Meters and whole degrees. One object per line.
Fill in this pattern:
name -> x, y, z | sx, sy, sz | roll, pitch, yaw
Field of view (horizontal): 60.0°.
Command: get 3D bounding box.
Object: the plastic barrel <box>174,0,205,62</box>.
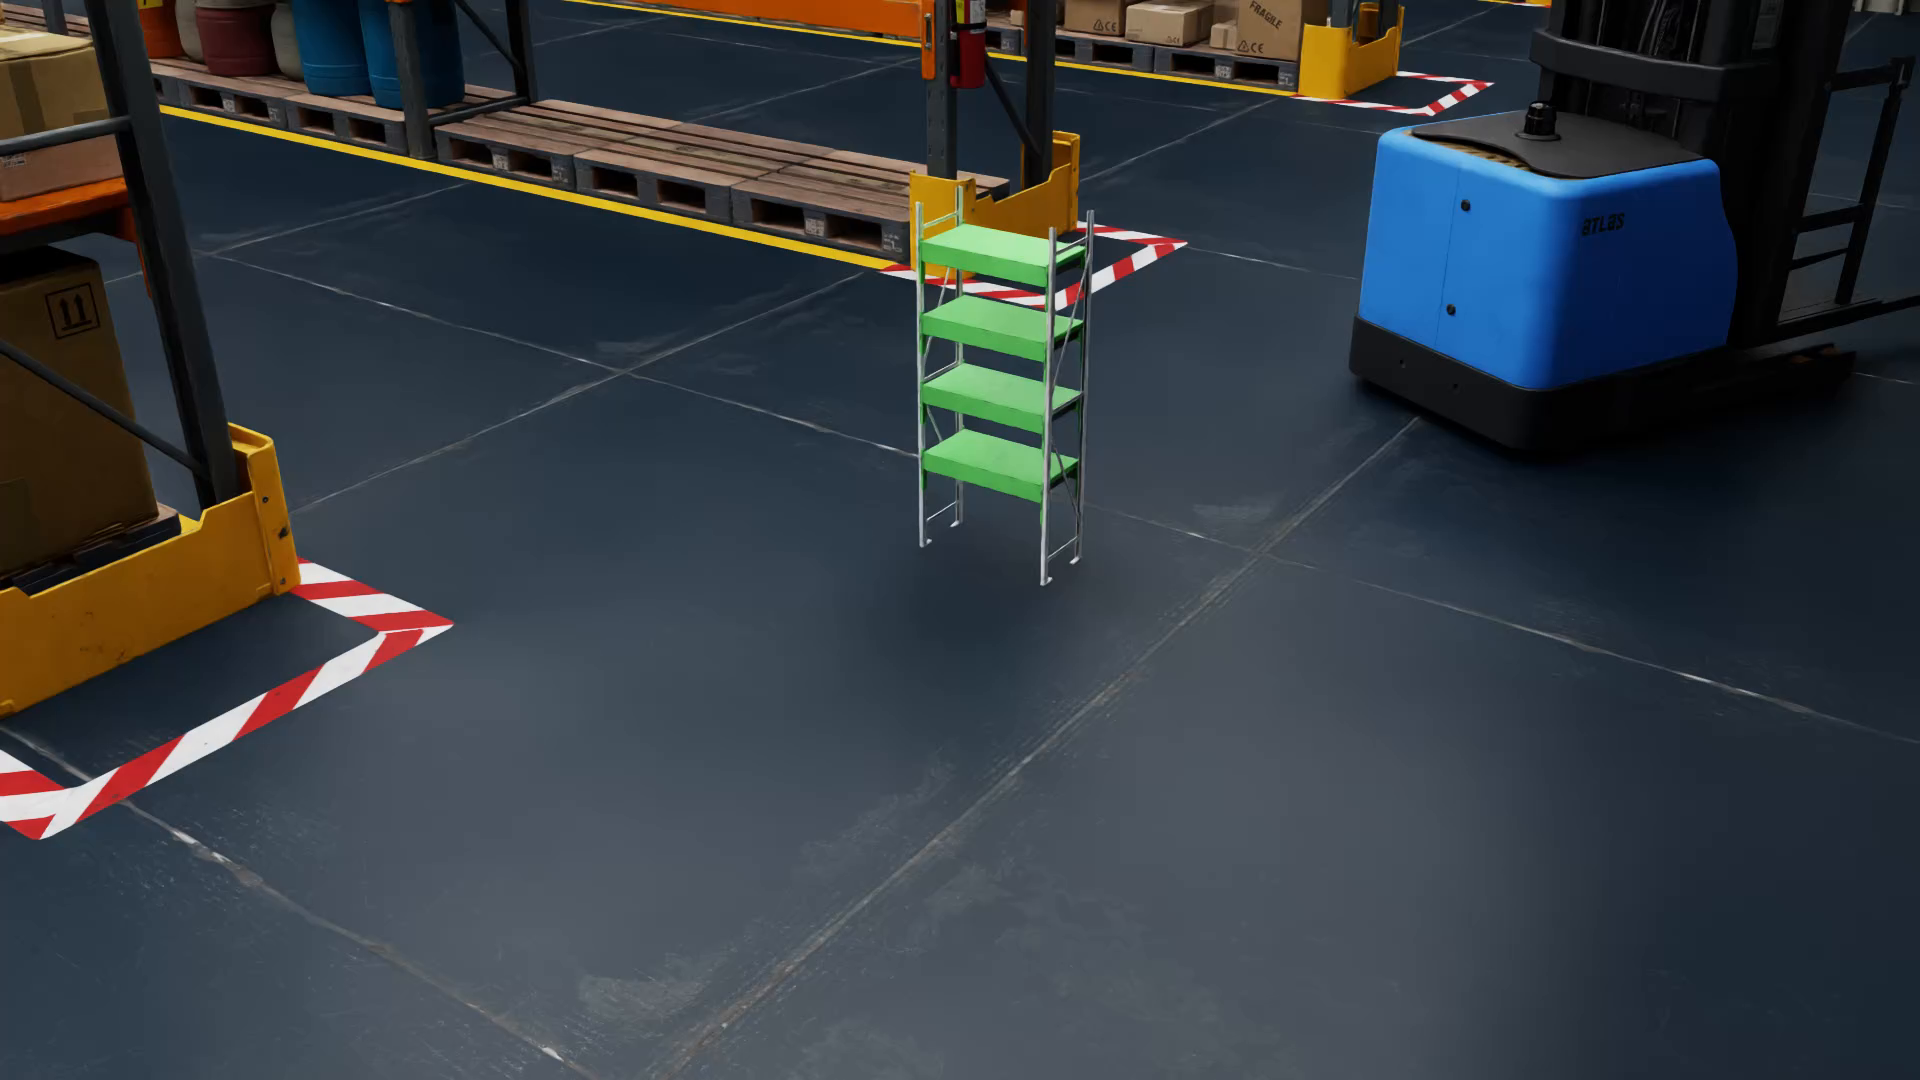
plastic barrel -> -5.498, -3.787, 12.164 | 0.421, 0.512, 0.421 | 0, 27, 0

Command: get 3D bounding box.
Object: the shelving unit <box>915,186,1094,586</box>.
shelving unit -> 0.136, -0.492, 5.394 | 0.503, 1.200, 0.258 | 17, 32, 30

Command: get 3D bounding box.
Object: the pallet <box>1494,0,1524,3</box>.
pallet -> 5.073, -5.522, 16.369 | 1.213, 0.211, 1.003 | 17, 32, 30

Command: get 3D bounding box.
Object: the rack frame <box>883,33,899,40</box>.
rack frame -> -0.322, -5.763, 13.767 | 0.127, 3.000, 1.000 | 17, 32, 30

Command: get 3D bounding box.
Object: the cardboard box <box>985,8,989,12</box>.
cardboard box -> -0.098, -4.572, 13.907 | 0.500, 0.311, 0.500 | 17, 32, 30

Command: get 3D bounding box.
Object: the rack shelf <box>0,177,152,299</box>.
rack shelf -> -4.285, -1.226, 5.646 | 4.000, 0.370, 1.077 | 17, 32, 30

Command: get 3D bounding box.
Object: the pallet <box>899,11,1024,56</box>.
pallet -> 0.244, -4.344, 14.053 | 1.213, 0.211, 1.003 | 17, 32, 30

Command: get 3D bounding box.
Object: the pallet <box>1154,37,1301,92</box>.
pallet -> 2.255, -3.717, 12.822 | 1.213, 0.211, 1.003 | 17, 32, 30

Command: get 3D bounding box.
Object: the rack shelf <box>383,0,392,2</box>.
rack shelf -> -4.778, -4.105, 11.303 | 4.000, 0.370, 1.077 | 17, 32, 30

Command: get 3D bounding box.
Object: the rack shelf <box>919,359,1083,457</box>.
rack shelf -> 0.136, -0.435, 5.423 | 0.480, 0.148, 0.258 | 17, 32, 30

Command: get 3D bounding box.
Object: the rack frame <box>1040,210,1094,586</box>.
rack frame -> 0.338, -0.430, 5.271 | 0.015, 1.200, 0.240 | 17, 32, 30

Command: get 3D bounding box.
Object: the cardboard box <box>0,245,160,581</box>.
cardboard box -> -3.209, -0.408, 5.124 | 0.875, 0.875, 0.875 | 17, 32, 30

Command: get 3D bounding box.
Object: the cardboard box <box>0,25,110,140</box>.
cardboard box -> -2.879, -1.323, 4.881 | 0.500, 0.250, 0.500 | 16, 31, 29

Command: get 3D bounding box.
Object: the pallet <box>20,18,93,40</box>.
pallet -> -7.043, -3.910, 13.201 | 1.213, 0.211, 1.003 | 17, 32, 30

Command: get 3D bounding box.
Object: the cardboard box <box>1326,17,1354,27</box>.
cardboard box -> 2.825, -3.898, 12.760 | 0.250, 0.149, 0.380 | 17, 32, 30

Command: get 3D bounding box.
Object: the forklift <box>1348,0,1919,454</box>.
forklift -> 3.179, -2.102, 6.648 | 3.031, 2.935, 1.130 | -14, 30, -26

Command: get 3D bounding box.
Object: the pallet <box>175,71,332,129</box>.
pallet -> -4.752, -3.196, 11.798 | 1.213, 0.211, 1.003 | 17, 32, 30

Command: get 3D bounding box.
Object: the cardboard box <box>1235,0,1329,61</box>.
cardboard box -> 2.388, -3.866, 12.310 | 0.500, 0.500, 0.500 | 17, 32, 30

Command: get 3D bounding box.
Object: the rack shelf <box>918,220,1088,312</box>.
rack shelf -> 0.136, -0.863, 5.206 | 0.480, 0.148, 0.258 | 17, 32, 30

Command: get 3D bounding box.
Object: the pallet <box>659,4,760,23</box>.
pallet -> -2.024, -5.028, 15.398 | 1.213, 0.211, 1.003 | 17, 32, 30

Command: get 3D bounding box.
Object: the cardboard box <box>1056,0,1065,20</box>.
cardboard box -> 0.927, -4.528, 13.820 | 0.500, 0.311, 0.500 | 17, 32, 30

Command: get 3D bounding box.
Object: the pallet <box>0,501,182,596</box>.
pallet -> -3.340, 0.033, 5.452 | 1.213, 0.211, 1.003 | 17, 32, 30

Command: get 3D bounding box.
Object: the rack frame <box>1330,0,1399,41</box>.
rack frame -> 2.975, -4.736, 11.749 | 0.127, 3.000, 1.000 | 17, 32, 30

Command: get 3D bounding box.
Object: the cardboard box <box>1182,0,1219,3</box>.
cardboard box -> 1.863, -4.209, 13.260 | 0.500, 0.250, 0.500 | 17, 32, 30

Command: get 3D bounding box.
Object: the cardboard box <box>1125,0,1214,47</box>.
cardboard box -> 1.622, -4.009, 12.868 | 0.500, 0.250, 0.500 | 17, 32, 30

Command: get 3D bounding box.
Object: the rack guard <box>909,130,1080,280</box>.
rack guard -> 0.195, -1.770, 8.676 | 0.348, 0.500, 1.175 | 17, 32, 30

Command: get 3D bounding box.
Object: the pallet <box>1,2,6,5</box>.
pallet -> -9.054, -4.537, 14.432 | 1.213, 0.211, 1.003 | 17, 32, 30

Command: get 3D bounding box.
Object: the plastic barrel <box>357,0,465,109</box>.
plastic barrel -> -3.568, -3.310, 10.798 | 0.708, 0.901, 0.600 | 17, 32, 30

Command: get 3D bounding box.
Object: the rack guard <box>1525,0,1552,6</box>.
rack guard -> 5.797, -5.469, 15.945 | 0.348, 0.500, 1.175 | 17, 32, 30

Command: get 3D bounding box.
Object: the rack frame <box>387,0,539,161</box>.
rack frame -> -3.129, -3.912, 10.130 | 0.127, 3.000, 1.000 | 17, 32, 30

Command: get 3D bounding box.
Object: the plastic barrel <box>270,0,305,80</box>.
plastic barrel -> -4.567, -3.497, 11.594 | 0.421, 0.512, 0.421 | 0, 27, 0

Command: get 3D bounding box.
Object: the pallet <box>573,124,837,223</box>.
pallet -> -1.492, -2.182, 9.805 | 1.213, 0.211, 1.003 | 17, 32, 30
